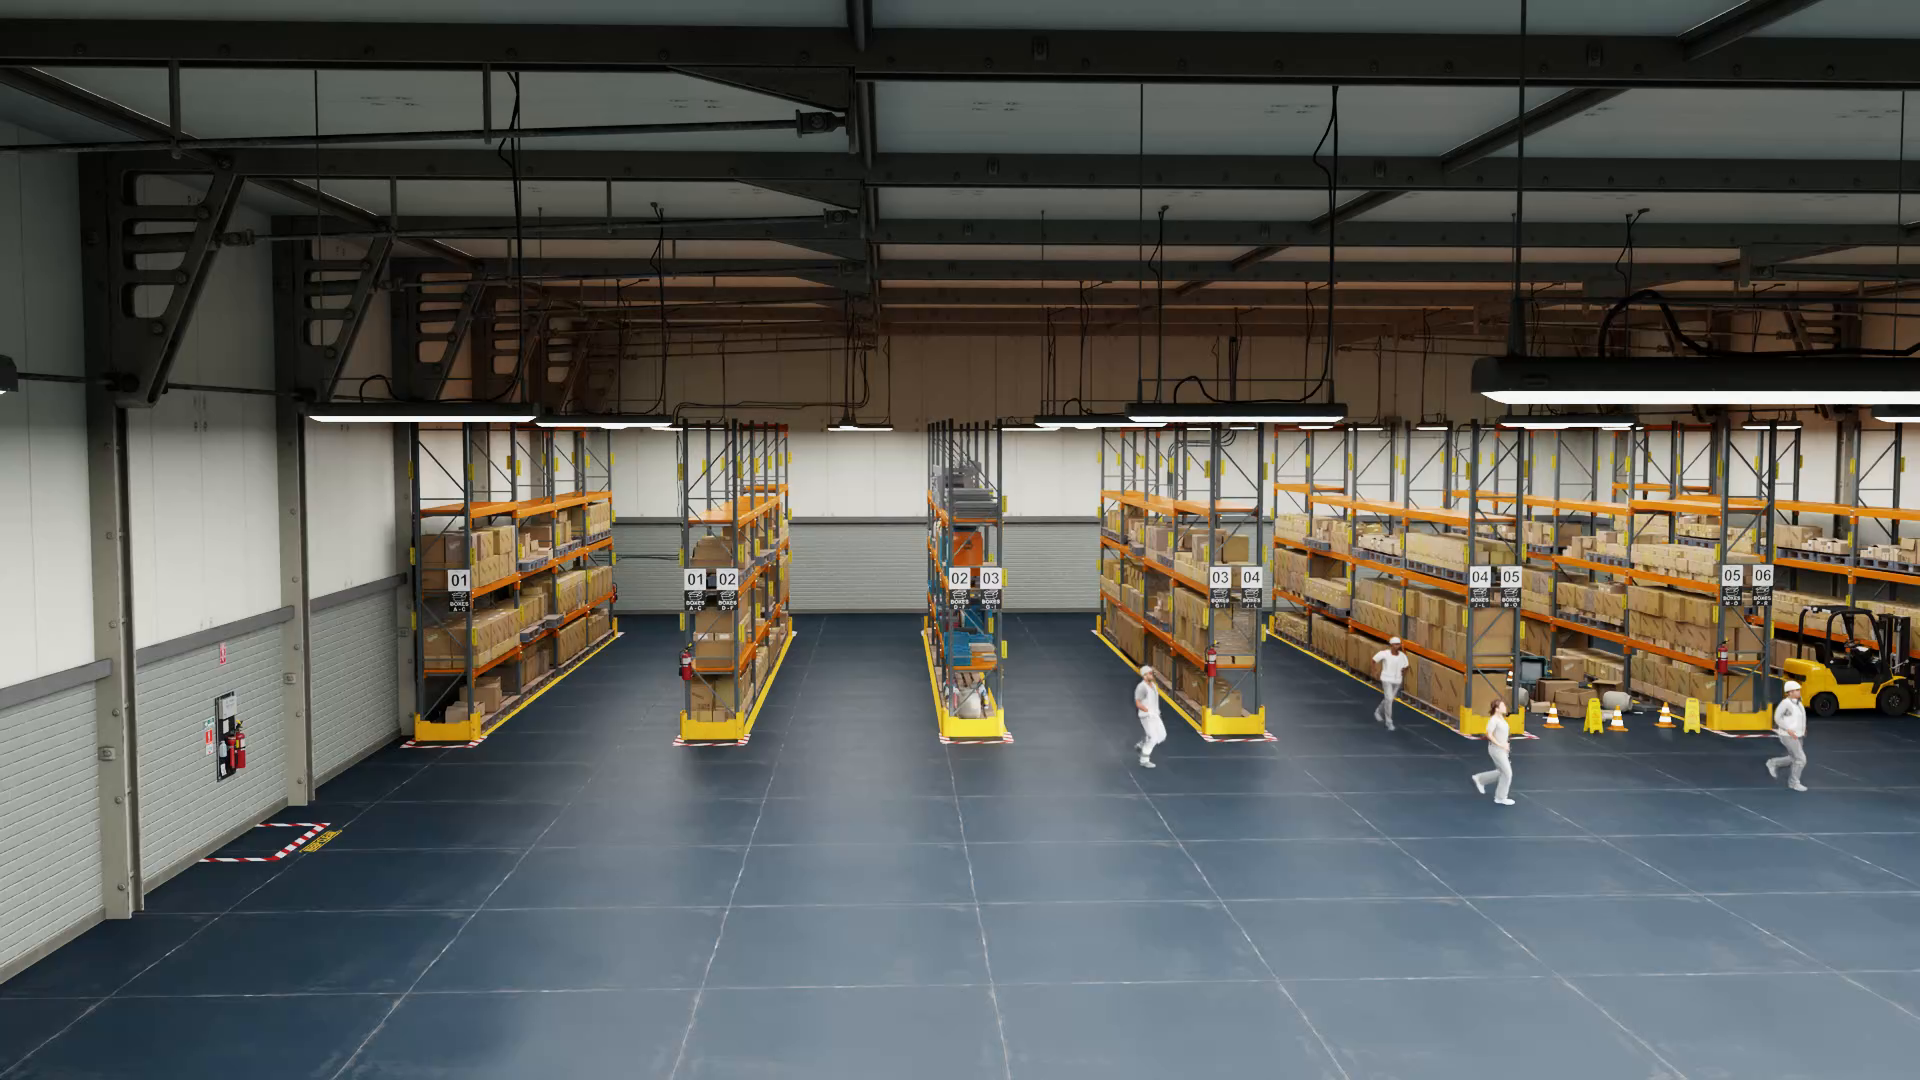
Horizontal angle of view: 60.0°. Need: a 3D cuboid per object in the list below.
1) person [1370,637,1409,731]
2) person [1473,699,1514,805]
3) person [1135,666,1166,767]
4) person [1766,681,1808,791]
[{"bbox_3d":[8.414,2.779,32.434,0.725,1.789,0.911,-1,4,-16],"label":"person"},{"bbox_3d":[8.259,3.256,25.722,0.655,1.627,0.585,2,4,32],"label":"person"},{"bbox_3d":[3.245,3.025,28.556,0.544,1.745,0.663,2,4,31],"label":"person"},{"bbox_3d":[13.382,3.139,26.898,0.681,1.744,0.713,-3,5,-41],"label":"person"}]
